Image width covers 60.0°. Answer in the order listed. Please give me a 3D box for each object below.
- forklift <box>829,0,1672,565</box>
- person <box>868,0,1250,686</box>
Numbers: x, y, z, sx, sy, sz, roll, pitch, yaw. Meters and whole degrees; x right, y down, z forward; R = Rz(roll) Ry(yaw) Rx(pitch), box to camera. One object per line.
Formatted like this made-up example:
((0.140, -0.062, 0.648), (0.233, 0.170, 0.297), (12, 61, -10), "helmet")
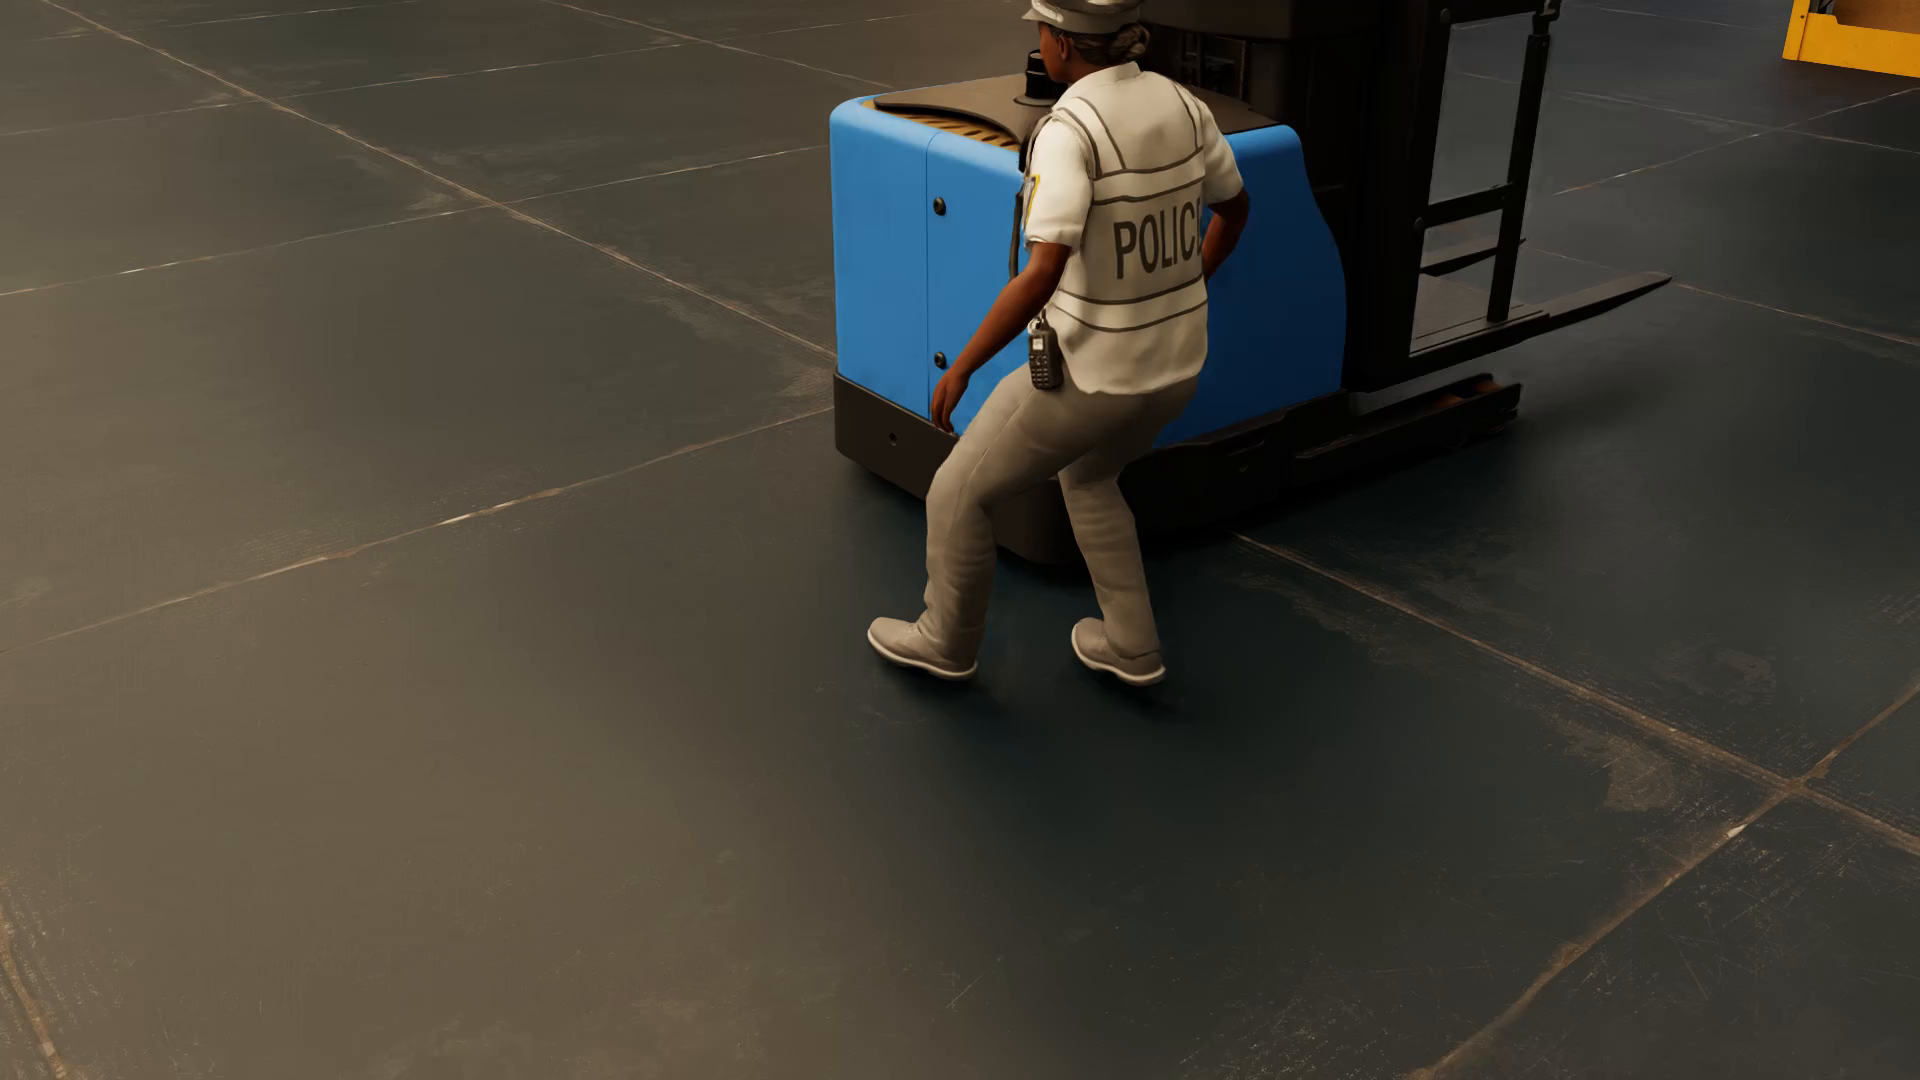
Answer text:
((1.114, -1.757, 4.745), (3.031, 2.935, 1.130), (-19, 32, -33), "forklift")
((0.173, -0.429, 3.514), (0.813, 1.582, 0.657), (-22, 34, -37), "person")
